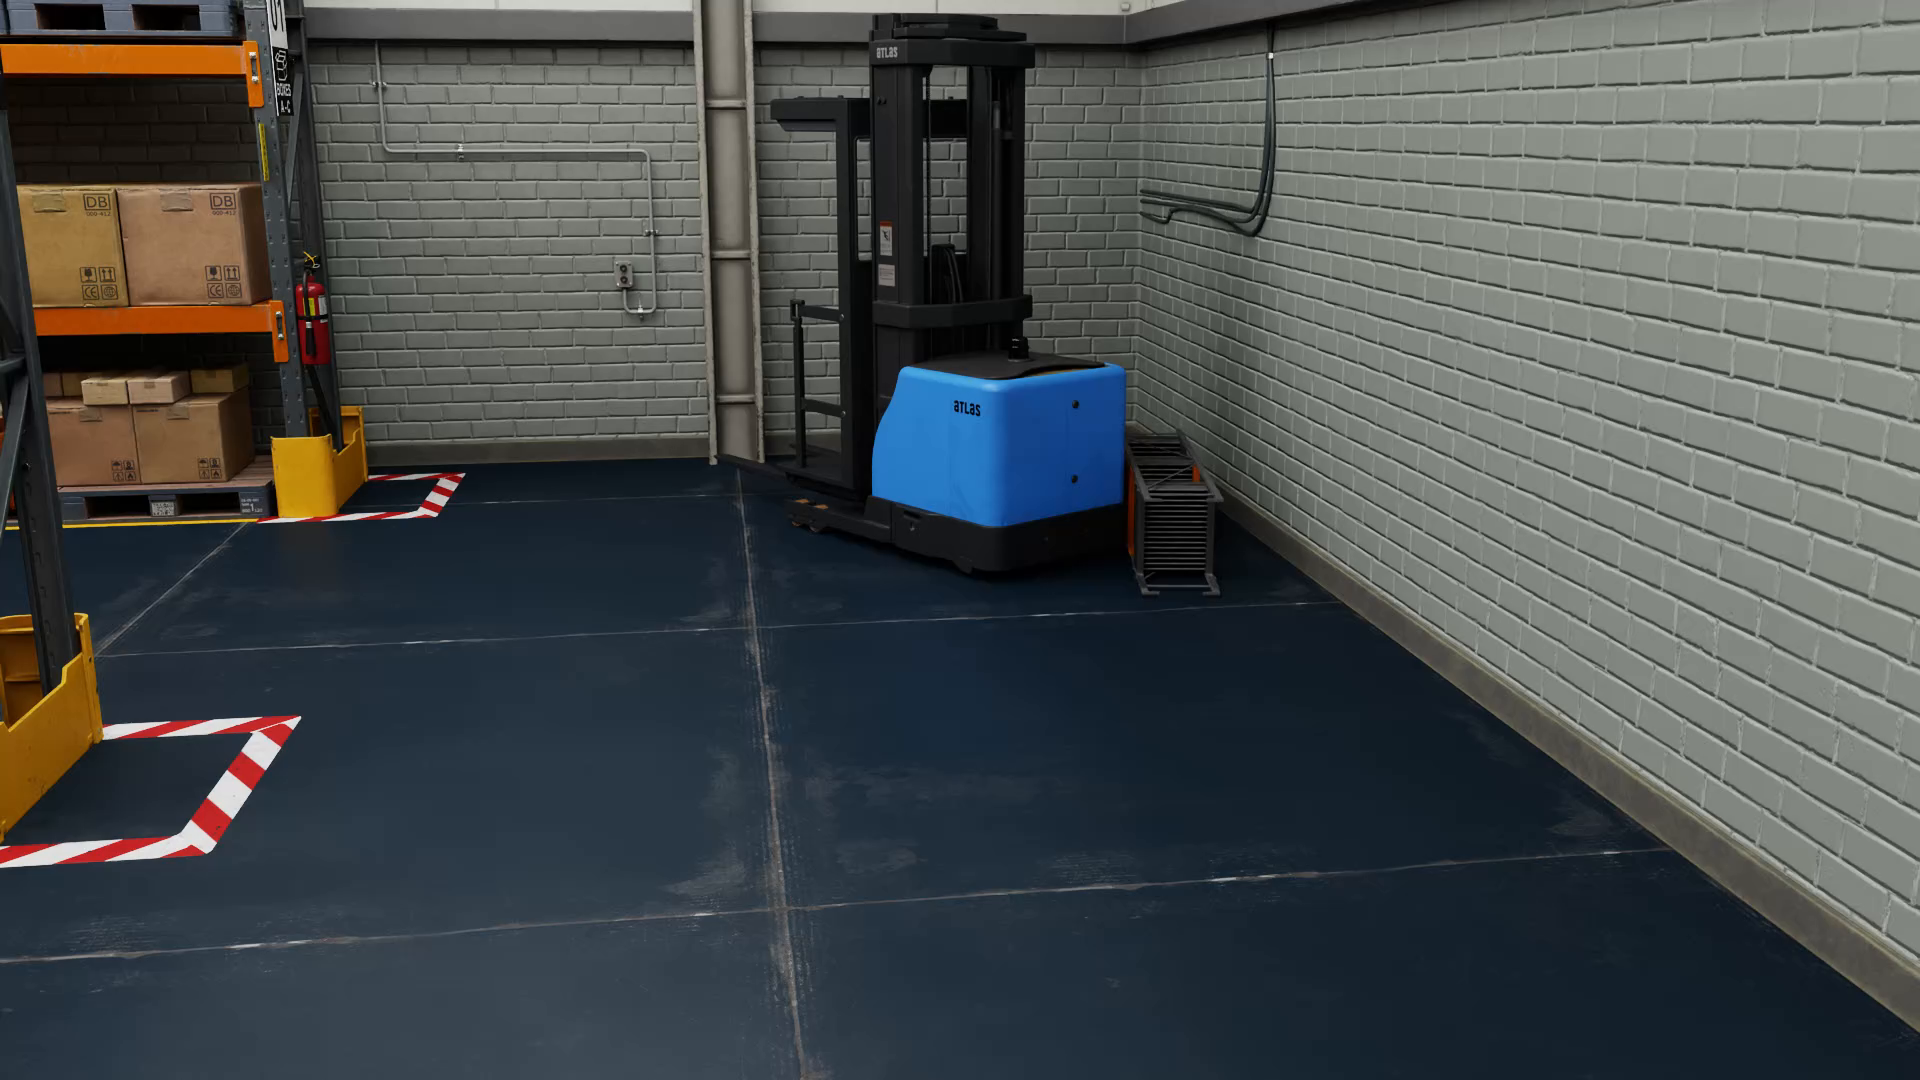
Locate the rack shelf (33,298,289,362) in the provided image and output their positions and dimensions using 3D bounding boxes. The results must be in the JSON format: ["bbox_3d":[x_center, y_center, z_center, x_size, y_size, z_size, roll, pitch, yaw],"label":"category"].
[{"bbox_3d":[-6.133,-1.311,10.263,4.000,0.370,1.077,-2,14,-8],"label":"rack shelf"}]

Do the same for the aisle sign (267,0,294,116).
[{"bbox_3d":[-4.040,-2.924,9.871,0.004,0.787,0.394,-2,14,-8],"label":"aisle sign"}]

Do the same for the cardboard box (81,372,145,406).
[{"bbox_3d":[-5.185,-0.931,10.211,0.250,0.149,0.380,-2,14,-7],"label":"cardboard box"}]

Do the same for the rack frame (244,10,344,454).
[{"bbox_3d":[-4.155,-1.733,10.465,0.127,3.000,1.000,-2,14,-8],"label":"rack frame"}]

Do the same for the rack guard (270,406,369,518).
[{"bbox_3d":[-4.132,-0.521,10.772,0.348,0.500,1.175,-2,14,-8],"label":"rack guard"}]

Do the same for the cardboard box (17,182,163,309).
[{"bbox_3d":[-5.376,-1.828,10.229,0.700,0.700,0.980,-2,14,-9],"label":"cardboard box"}]

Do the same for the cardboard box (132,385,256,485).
[{"bbox_3d":[-4.833,-0.675,10.521,0.500,0.500,0.700,-2,14,-8],"label":"cardboard box"}]

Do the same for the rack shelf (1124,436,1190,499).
[{"bbox_3d":[1.176,-0.370,10.149,0.431,0.480,0.518,0,14,1],"label":"rack shelf"}]

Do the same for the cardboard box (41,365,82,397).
[{"bbox_3d":[-5.739,-1.005,10.505,0.250,0.149,0.380,-2,14,-8],"label":"cardboard box"}]

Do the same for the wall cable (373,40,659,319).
[{"bbox_3d":[-3.030,-2.500,11.434,1.851,1.984,0.084,-2,14,-8],"label":"wall cable"}]

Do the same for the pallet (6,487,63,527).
[{"bbox_3d":[-6.138,-0.289,10.440,1.213,0.211,1.003,-2,14,-8],"label":"pallet"}]

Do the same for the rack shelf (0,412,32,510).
[{"bbox_3d":[-5.391,-0.120,5.513,4.000,0.370,1.077,-2,14,-8],"label":"rack shelf"}]

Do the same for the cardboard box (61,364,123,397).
[{"bbox_3d":[-5.487,-1.014,10.542,0.250,0.149,0.380,-2,14,-8],"label":"cardboard box"}]

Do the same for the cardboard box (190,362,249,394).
[{"bbox_3d":[-4.739,-1.042,10.652,0.250,0.149,0.380,-2,14,-8],"label":"cardboard box"}]

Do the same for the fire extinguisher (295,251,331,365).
[{"bbox_3d":[-3.937,-1.409,10.099,0.183,0.674,0.296,-2,14,-8],"label":"fire extinguisher"}]

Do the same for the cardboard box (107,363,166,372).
[{"bbox_3d":[-5.240,-1.023,10.578,0.250,0.149,0.380,-2,14,-8],"label":"cardboard box"}]

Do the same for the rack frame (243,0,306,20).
[{"bbox_3d":[-4.155,-4.643,9.735,0.127,3.000,1.000,-2,14,-8],"label":"rack frame"}]

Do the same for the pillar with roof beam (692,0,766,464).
[{"bbox_3d":[-0.973,-3.913,6.826,0.400,9.000,9.100,-2,14,-8],"label":"pillar with roof beam"}]

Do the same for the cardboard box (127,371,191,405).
[{"bbox_3d":[-4.932,-0.941,10.249,0.250,0.149,0.380,-2,14,-9],"label":"cardboard box"}]

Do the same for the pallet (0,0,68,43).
[{"bbox_3d":[-6.096,-3.070,9.814,1.213,0.211,1.003,-2,14,-8],"label":"pallet"}]

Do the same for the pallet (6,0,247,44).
[{"bbox_3d":[-4.887,-3.115,9.994,1.213,0.211,1.003,-2,14,-8],"label":"pallet"}]

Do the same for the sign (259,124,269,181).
[{"bbox_3d":[-4.088,-2.278,9.773,0.005,0.325,0.100,-2,14,-8],"label":"sign"}]

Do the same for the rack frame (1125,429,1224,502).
[{"bbox_3d":[1.159,-0.446,9.424,0.400,0.015,2.100,0,14,1],"label":"rack frame"}]

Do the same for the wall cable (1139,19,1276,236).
[{"bbox_3d":[1.491,-3.256,10.587,0.112,2.526,3.097,-2,14,-8],"label":"wall cable"}]

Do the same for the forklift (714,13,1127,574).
[{"bbox_3d":[-0.403,-1.537,9.825,1.130,2.935,3.031,-12,18,-39],"label":"forklift"}]

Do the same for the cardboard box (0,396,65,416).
[{"bbox_3d":[-5.825,-0.638,10.375,0.500,0.500,0.700,-3,14,-10],"label":"cardboard box"}]

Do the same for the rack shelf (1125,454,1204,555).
[{"bbox_3d":[1.159,-0.206,9.468,0.431,0.480,0.518,0,14,1],"label":"rack shelf"}]

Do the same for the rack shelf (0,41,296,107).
[{"bbox_3d":[-6.133,-2.766,9.899,4.000,0.370,1.077,-2,14,-8],"label":"rack shelf"}]

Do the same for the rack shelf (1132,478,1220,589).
[{"bbox_3d":[1.142,-0.042,8.788,0.431,0.480,0.518,0,14,1],"label":"rack shelf"}]

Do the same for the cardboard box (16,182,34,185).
[{"bbox_3d":[-6.131,-1.803,10.128,0.700,0.700,0.980,-3,14,-11],"label":"cardboard box"}]

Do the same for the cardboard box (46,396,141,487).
[{"bbox_3d":[-5.327,-0.656,10.448,0.500,0.500,0.700,-2,14,-8],"label":"cardboard box"}]

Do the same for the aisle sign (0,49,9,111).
[{"bbox_3d":[-3.390,-1.875,5.689,0.004,0.787,0.394,-2,14,-8],"label":"aisle sign"}]

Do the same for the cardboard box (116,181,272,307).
[{"bbox_3d":[-4.658,-1.857,10.345,0.700,0.700,0.980,-1,14,-6],"label":"cardboard box"}]

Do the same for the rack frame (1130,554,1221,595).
[{"bbox_3d":[1.159,0.028,9.539,0.400,0.015,2.100,0,14,1],"label":"rack frame"}]

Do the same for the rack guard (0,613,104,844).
[{"bbox_3d":[-3.489,0.674,6.007,0.348,0.500,1.175,-2,14,-8],"label":"rack guard"}]

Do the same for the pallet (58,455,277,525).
[{"bbox_3d":[-4.934,-0.332,10.614,1.213,0.211,1.003,-2,14,-8],"label":"pallet"}]

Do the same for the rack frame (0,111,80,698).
[{"bbox_3d":[-3.414,-0.541,5.714,0.127,3.000,1.000,-2,14,-8],"label":"rack frame"}]

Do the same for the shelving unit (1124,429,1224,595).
[{"bbox_3d":[1.159,-0.209,9.482,0.431,0.503,2.100,0,14,1],"label":"shelving unit"}]
